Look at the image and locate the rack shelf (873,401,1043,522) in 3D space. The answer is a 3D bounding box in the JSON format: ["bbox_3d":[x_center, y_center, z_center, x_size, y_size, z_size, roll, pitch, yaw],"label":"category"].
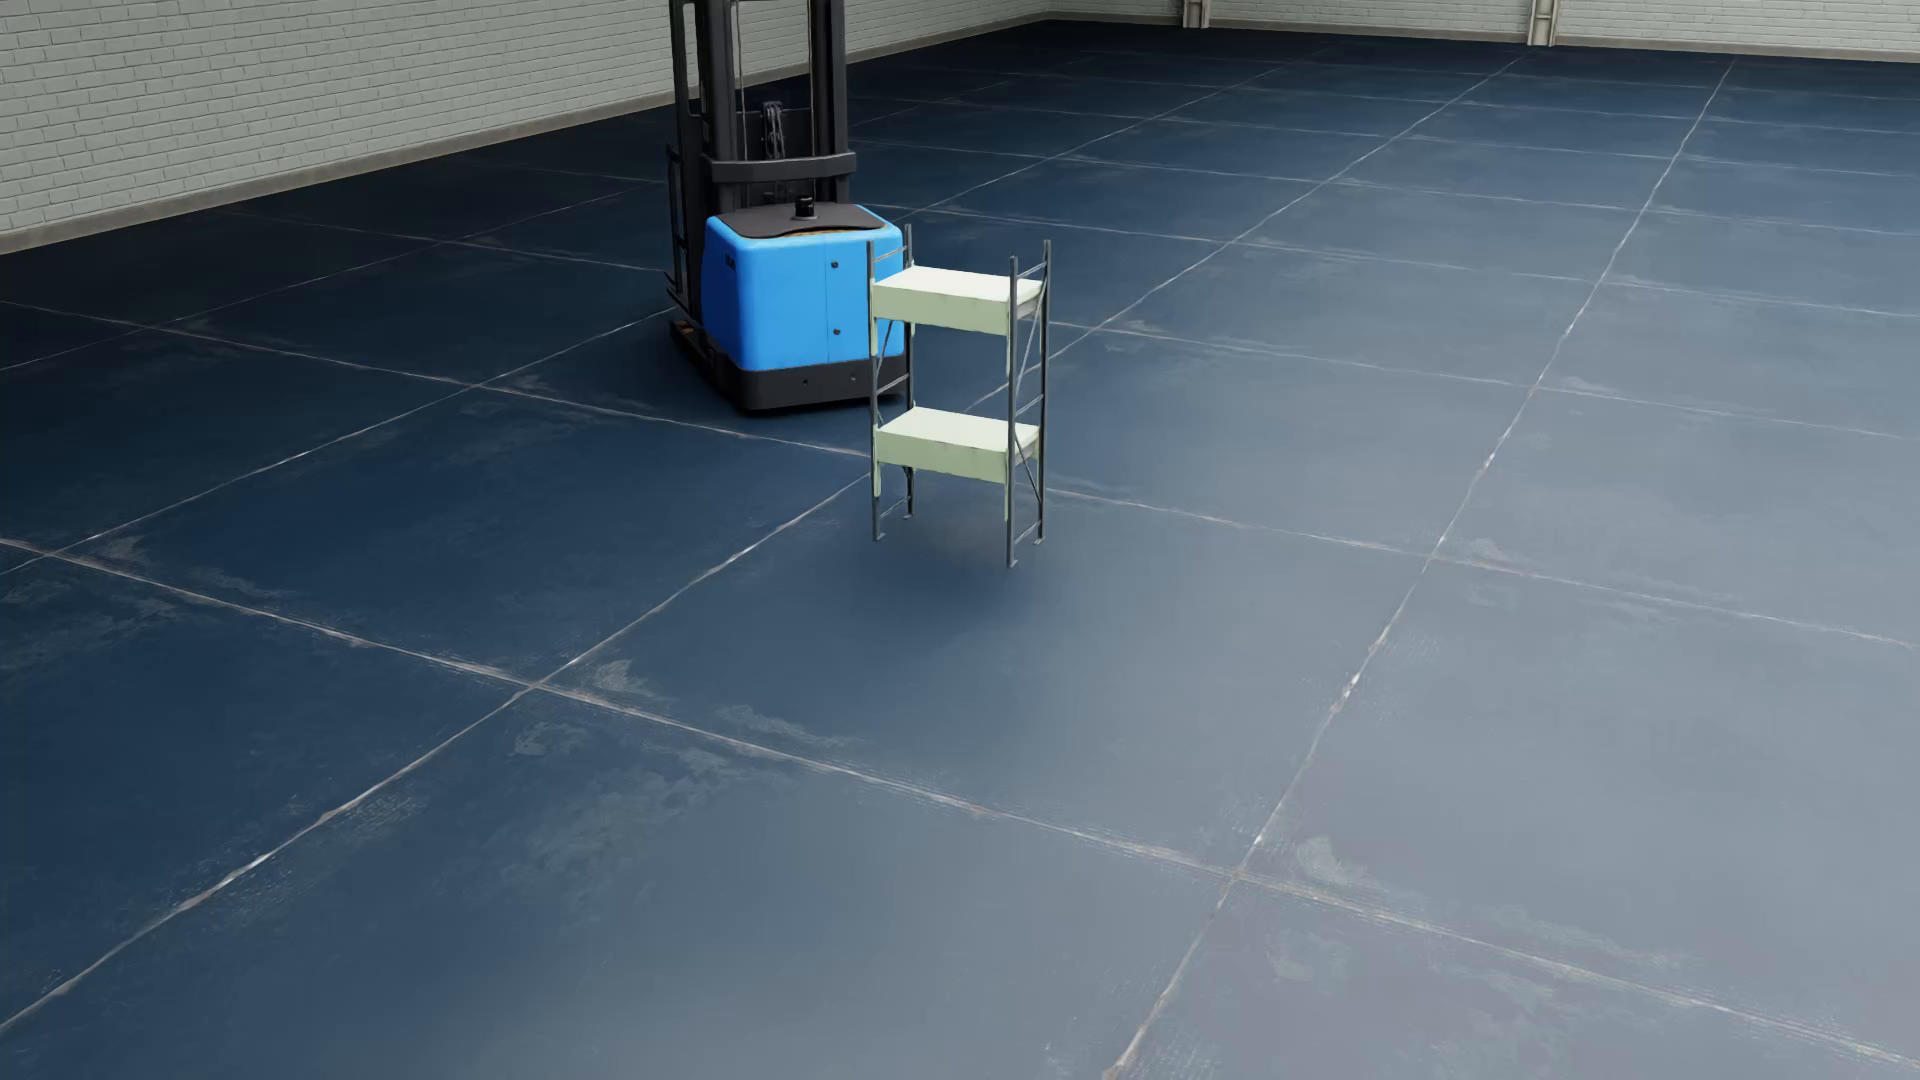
[{"bbox_3d":[-0.006,-0.391,8.087,0.720,0.370,0.431,11,25,25],"label":"rack shelf"}]

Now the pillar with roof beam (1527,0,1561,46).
[{"bbox_3d":[7.670,-10.832,22.222,0.400,9.000,9.100,11,25,25],"label":"pillar with roof beam"}]

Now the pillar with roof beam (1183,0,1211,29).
[{"bbox_3d":[2.315,-11.891,24.713,0.400,9.000,9.100,11,25,25],"label":"pillar with roof beam"}]

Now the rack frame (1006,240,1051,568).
[{"bbox_3d":[0.321,-0.627,7.807,0.023,1.500,0.400,11,25,25],"label":"rack frame"}]

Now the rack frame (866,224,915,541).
[{"bbox_3d":[-0.333,-0.756,8.111,0.023,1.500,0.400,11,25,25],"label":"rack frame"}]

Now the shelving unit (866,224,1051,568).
[{"bbox_3d":[-0.006,-0.691,7.959,0.755,1.500,0.431,11,25,25],"label":"shelving unit"}]

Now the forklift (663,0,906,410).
[{"bbox_3d":[-1.343,-2.669,10.780,1.130,2.935,3.031,-9,25,-20],"label":"forklift"}]

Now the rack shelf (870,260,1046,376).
[{"bbox_3d":[-0.006,-1.050,7.807,0.720,0.370,0.431,11,25,25],"label":"rack shelf"}]
